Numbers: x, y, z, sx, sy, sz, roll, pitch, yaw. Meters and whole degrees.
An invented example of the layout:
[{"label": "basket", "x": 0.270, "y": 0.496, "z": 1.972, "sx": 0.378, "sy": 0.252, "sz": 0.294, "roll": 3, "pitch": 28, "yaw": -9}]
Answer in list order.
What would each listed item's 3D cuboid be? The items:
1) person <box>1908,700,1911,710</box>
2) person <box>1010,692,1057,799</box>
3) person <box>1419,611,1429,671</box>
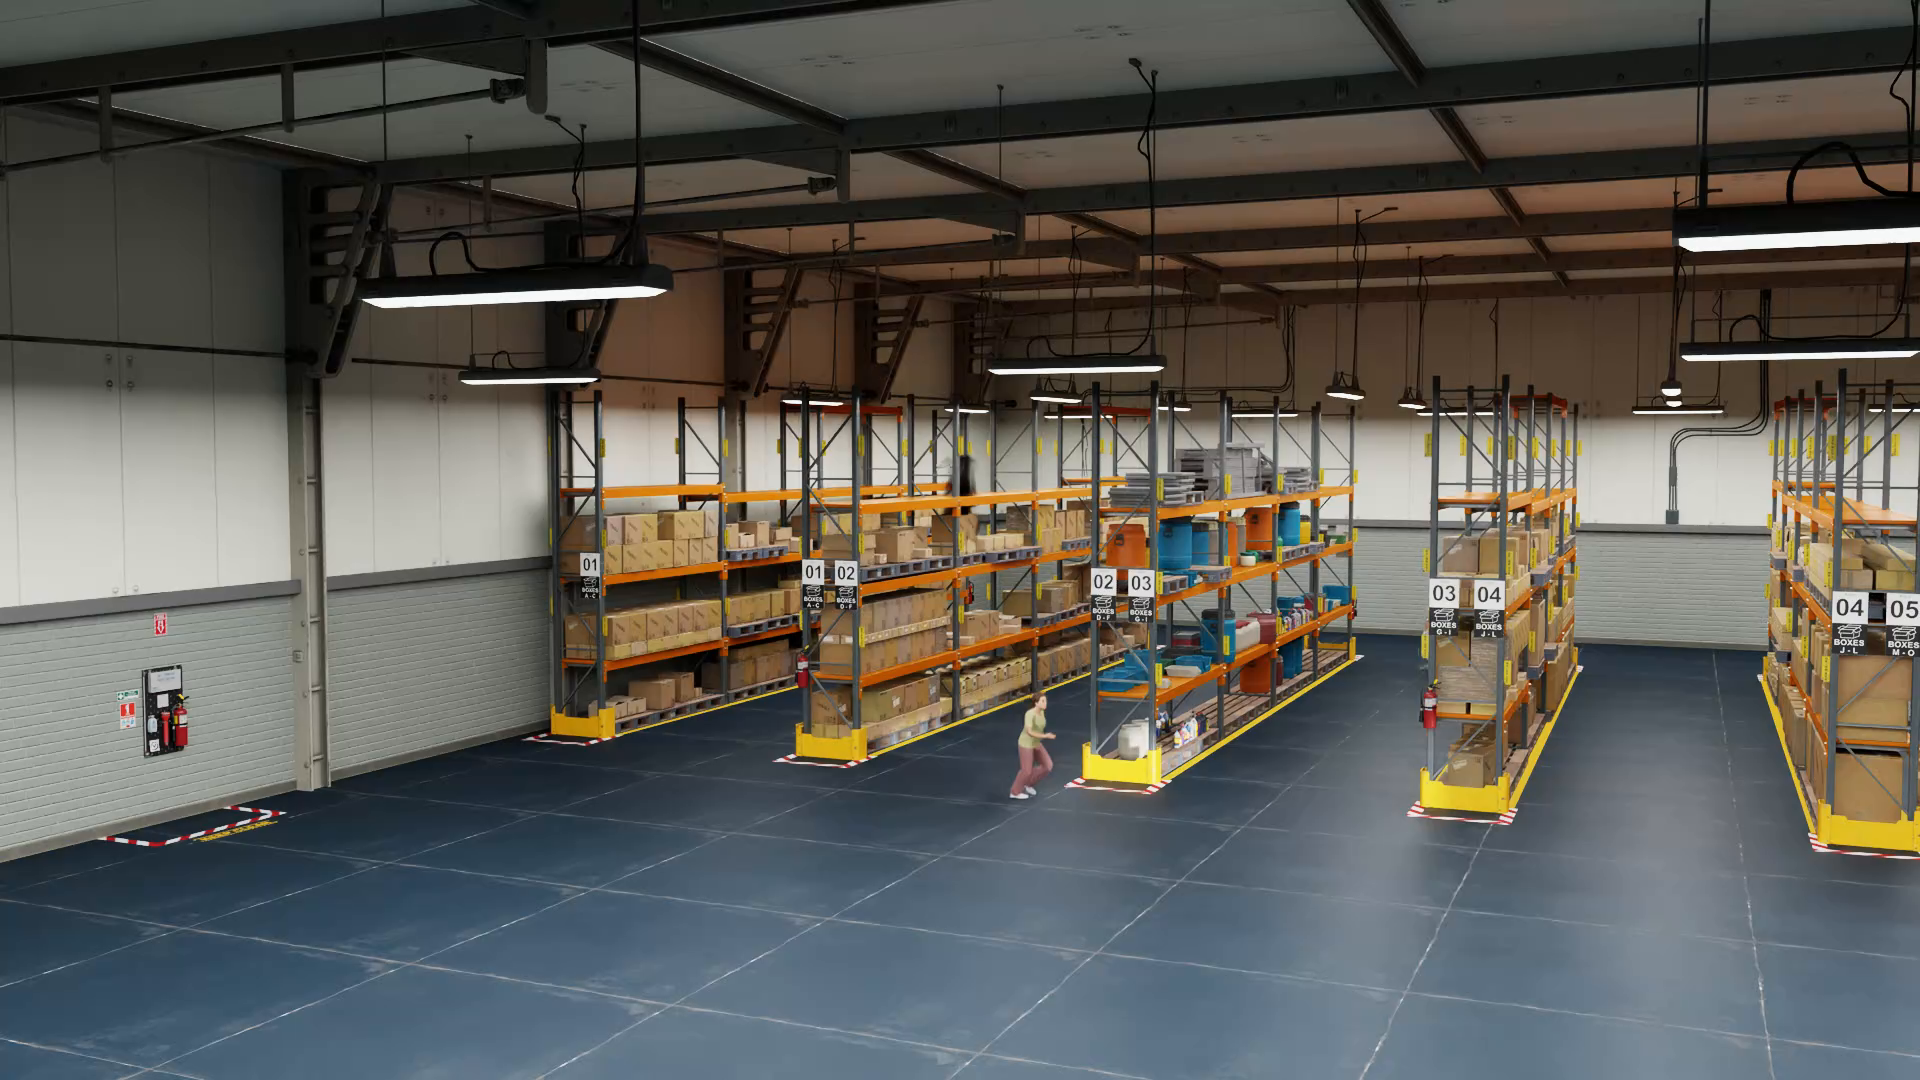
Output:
[{"label": "person", "x": 17.892, "y": 2.477, "z": 31.607, "sx": 0.533, "sy": 1.566, "sz": 0.904, "roll": 1, "pitch": 3, "yaw": 17}, {"label": "person", "x": 1.042, "y": 2.916, "z": 23.551, "sx": 0.790, "sy": 1.561, "sz": 0.572, "roll": 2, "pitch": 4, "yaw": 37}, {"label": "person", "x": 10.426, "y": 2.095, "z": 36.671, "sx": 0.770, "sy": 1.750, "sz": 0.573, "roll": 3, "pitch": 4, "yaw": 42}]
